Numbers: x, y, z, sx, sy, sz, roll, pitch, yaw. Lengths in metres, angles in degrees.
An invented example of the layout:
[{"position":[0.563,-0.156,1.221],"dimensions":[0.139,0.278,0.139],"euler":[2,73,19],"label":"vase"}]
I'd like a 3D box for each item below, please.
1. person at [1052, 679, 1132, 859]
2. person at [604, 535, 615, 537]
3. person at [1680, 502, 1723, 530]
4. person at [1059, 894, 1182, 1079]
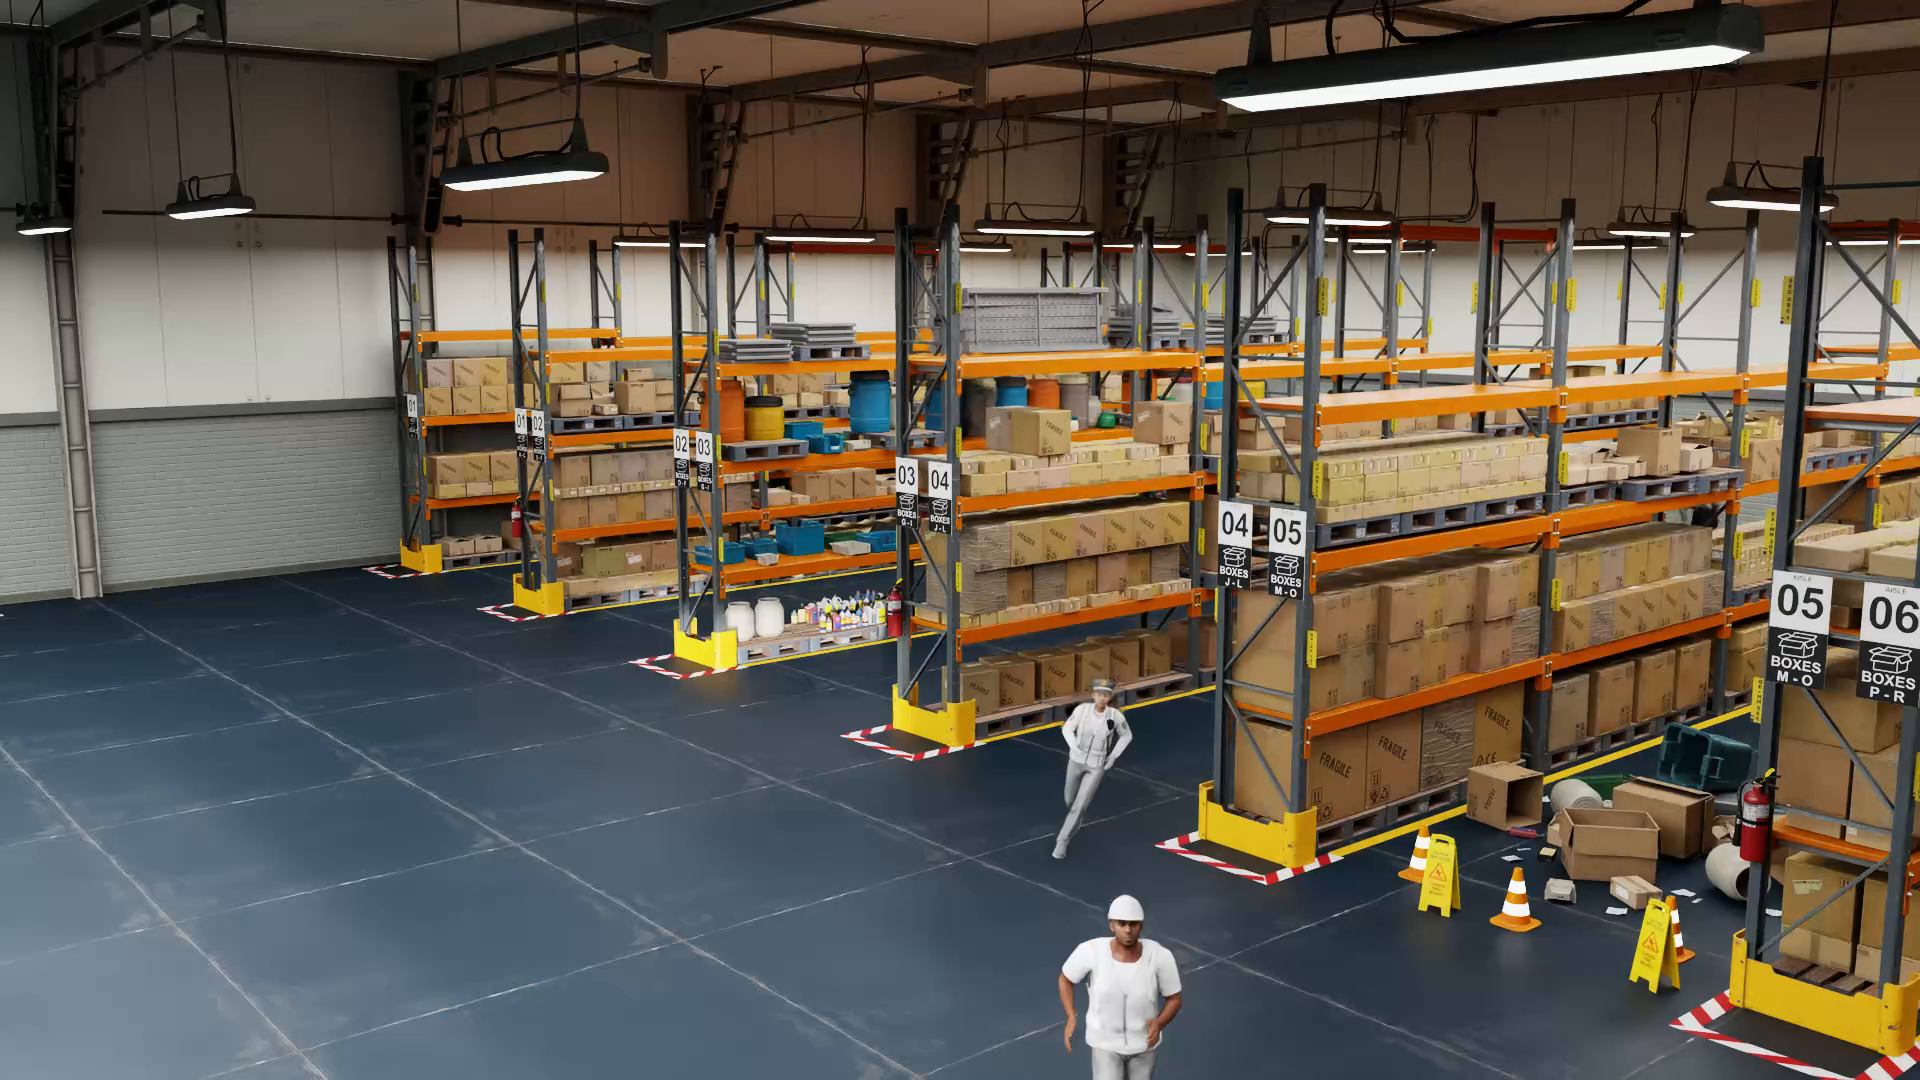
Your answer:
[{"position":[1.242,2.039,15.252],"dimensions":[0.642,1.643,0.851],"euler":[3,9,18],"label":"person"},{"position":[-6.240,-0.231,29.534],"dimensions":[0.644,1.836,0.763],"euler":[8,12,43],"label":"person"},{"position":[13.075,-0.157,29.269],"dimensions":[0.729,1.762,0.675],"euler":[-2,9,-13],"label":"person"},{"position":[0.926,2.874,9.465],"dimensions":[0.691,1.719,0.584],"euler":[0,9,-2],"label":"person"}]
